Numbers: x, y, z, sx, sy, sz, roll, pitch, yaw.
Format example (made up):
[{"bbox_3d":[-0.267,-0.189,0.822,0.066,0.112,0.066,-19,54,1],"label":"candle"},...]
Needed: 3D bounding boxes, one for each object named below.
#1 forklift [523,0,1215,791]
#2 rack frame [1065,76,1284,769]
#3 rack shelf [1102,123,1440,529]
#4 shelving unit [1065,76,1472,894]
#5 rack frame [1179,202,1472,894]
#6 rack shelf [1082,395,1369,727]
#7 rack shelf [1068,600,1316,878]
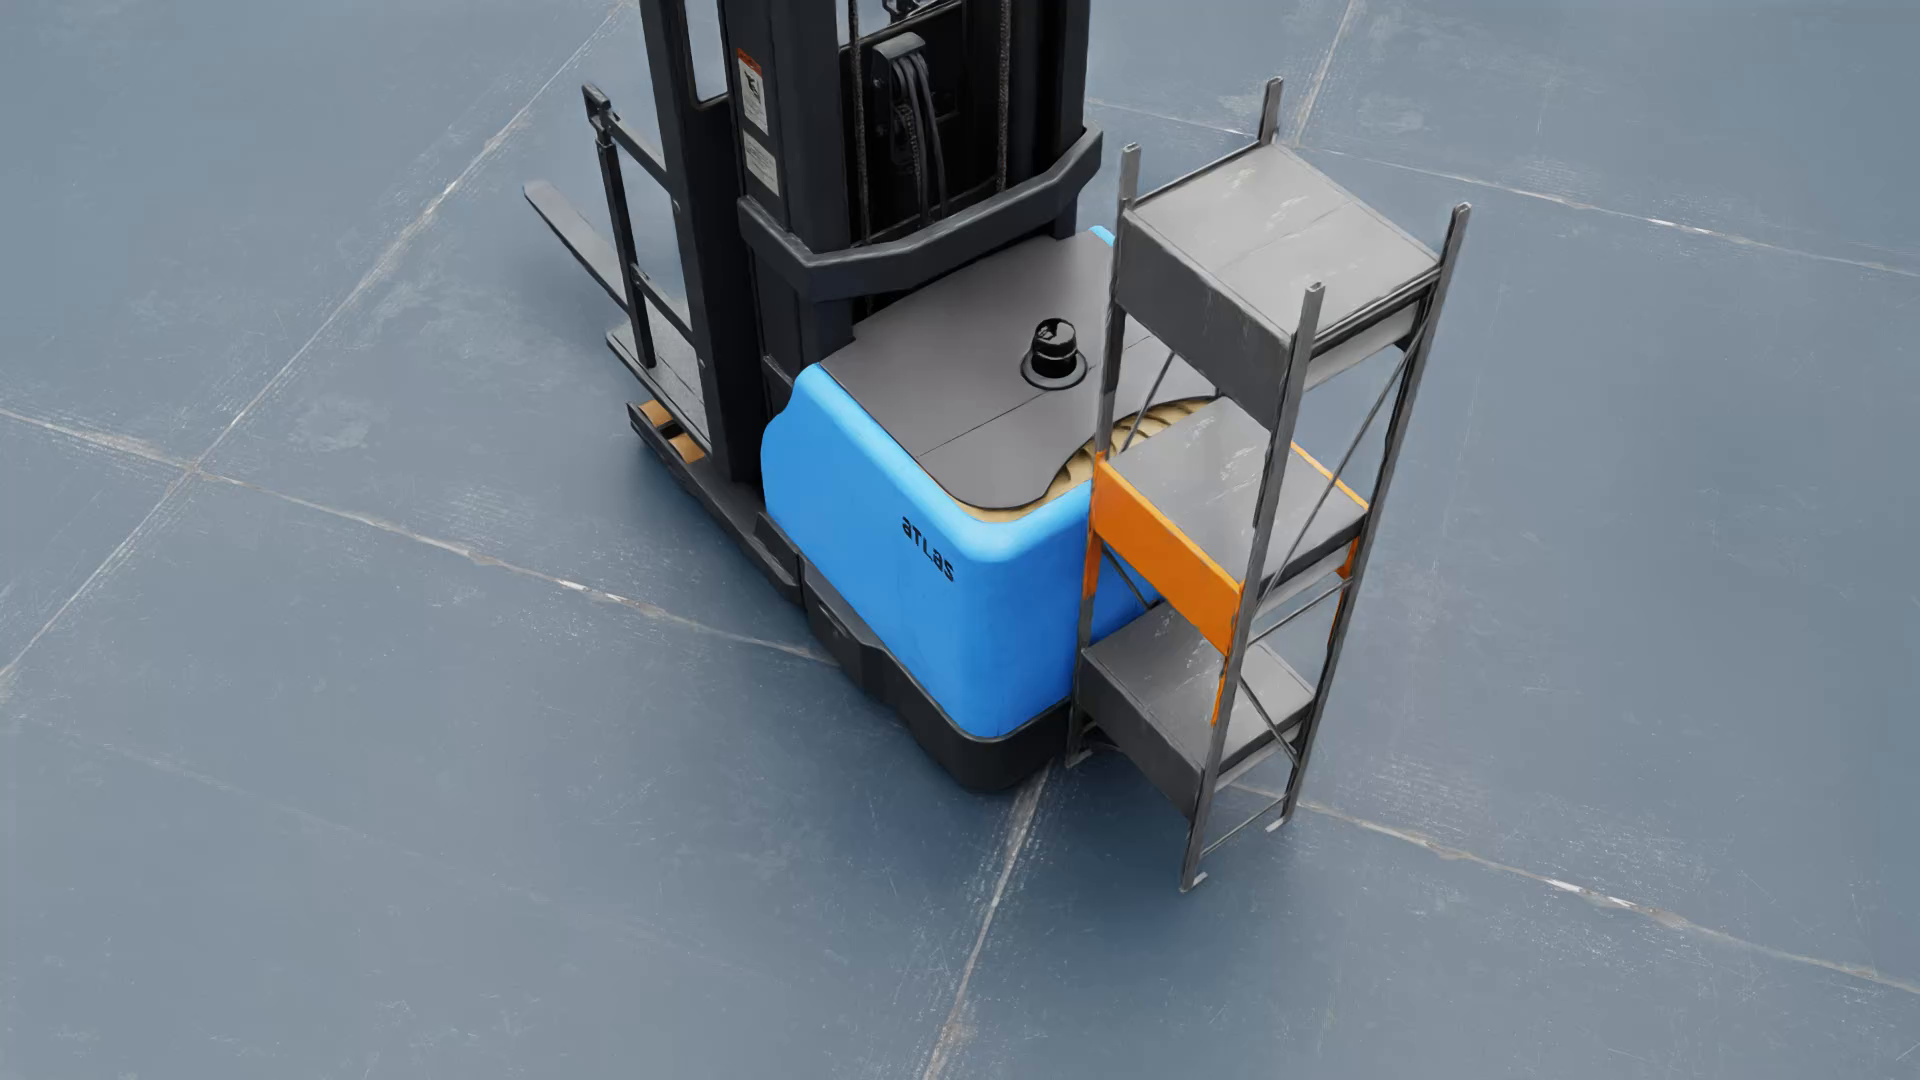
[{"bbox_3d":[-0.431,-1.346,4.477,1.130,2.935,3.031,-29,55,-23],"label":"forklift"},{"bbox_3d":[0.465,-0.131,3.971,0.400,2.100,0.015,-29,55,-23],"label":"rack frame"},{"bbox_3d":[0.611,-0.429,3.322,0.431,0.518,0.480,-29,55,-23],"label":"rack shelf"},{"bbox_3d":[0.609,0.018,3.843,0.431,2.100,0.503,-29,55,-23],"label":"shelving unit"},{"bbox_3d":[0.754,0.167,3.715,0.400,2.100,0.015,-29,55,-23],"label":"rack frame"},{"bbox_3d":[0.609,0.027,3.853,0.431,0.518,0.480,-29,55,-23],"label":"rack shelf"},{"bbox_3d":[0.607,0.483,4.384,0.431,0.518,0.480,-29,55,-23],"label":"rack shelf"}]
